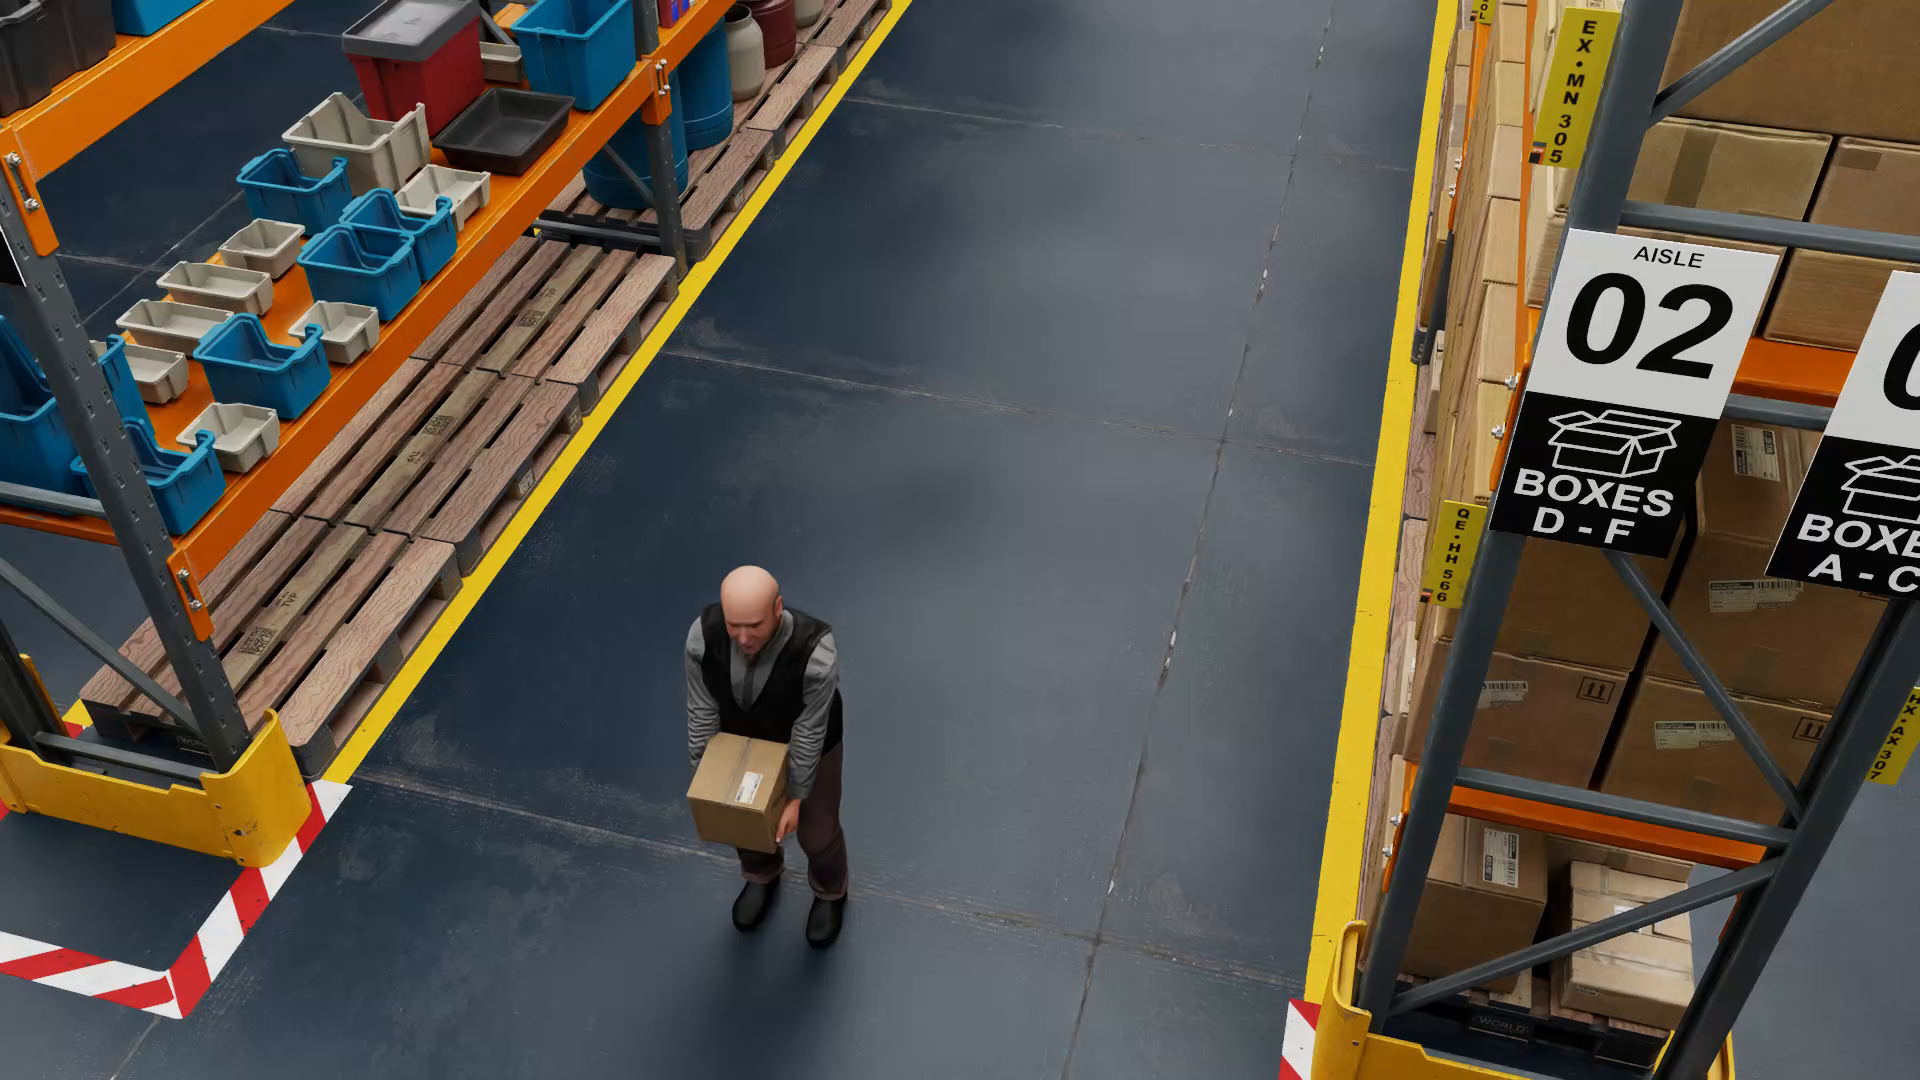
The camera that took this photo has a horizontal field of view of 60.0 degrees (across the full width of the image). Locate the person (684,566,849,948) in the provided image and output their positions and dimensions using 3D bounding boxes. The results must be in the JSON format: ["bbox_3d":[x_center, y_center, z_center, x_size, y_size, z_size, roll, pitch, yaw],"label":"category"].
[{"bbox_3d":[-0.606,0.714,5.367,0.486,1.703,0.582,9,42,11],"label":"person"}]
